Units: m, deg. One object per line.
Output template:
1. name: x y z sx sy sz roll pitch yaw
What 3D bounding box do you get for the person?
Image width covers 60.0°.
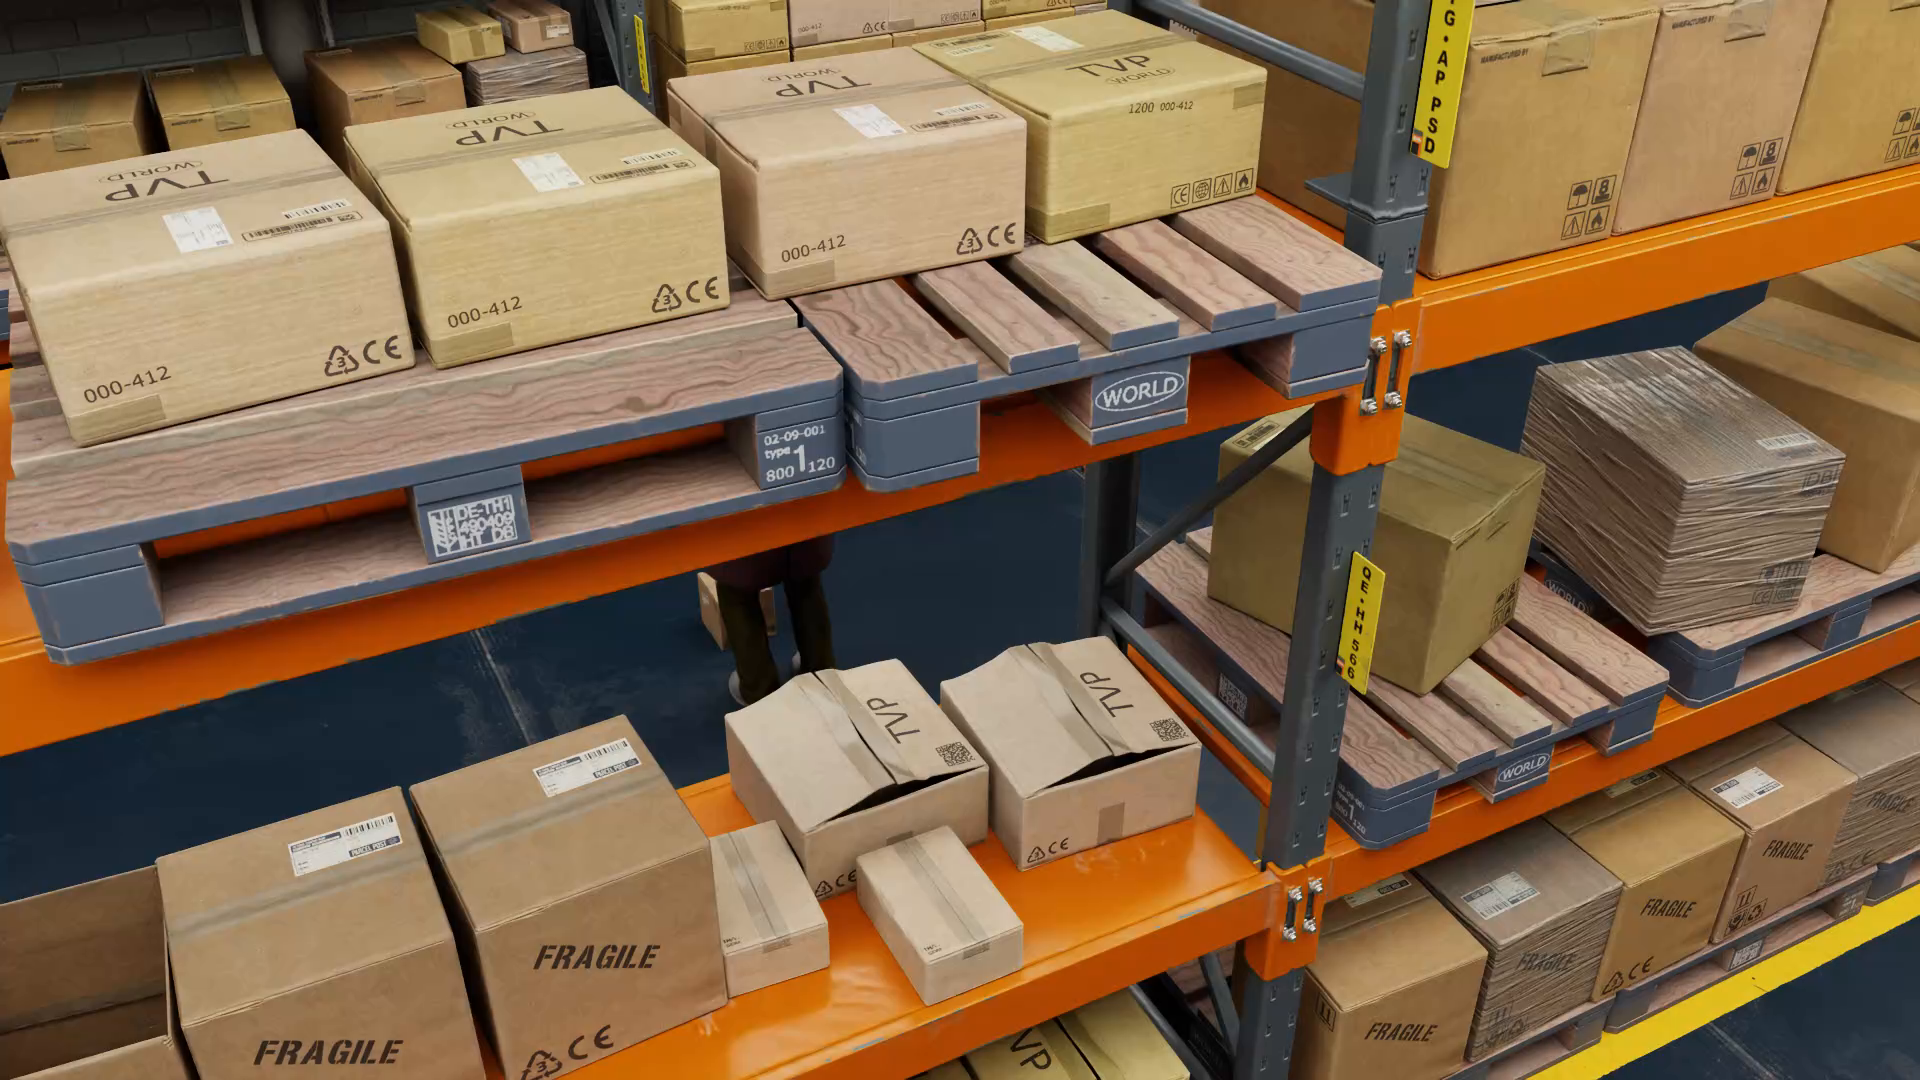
1. person: -0.746 -0.091 6.335 0.579 1.745 0.390 -15 36 -22
